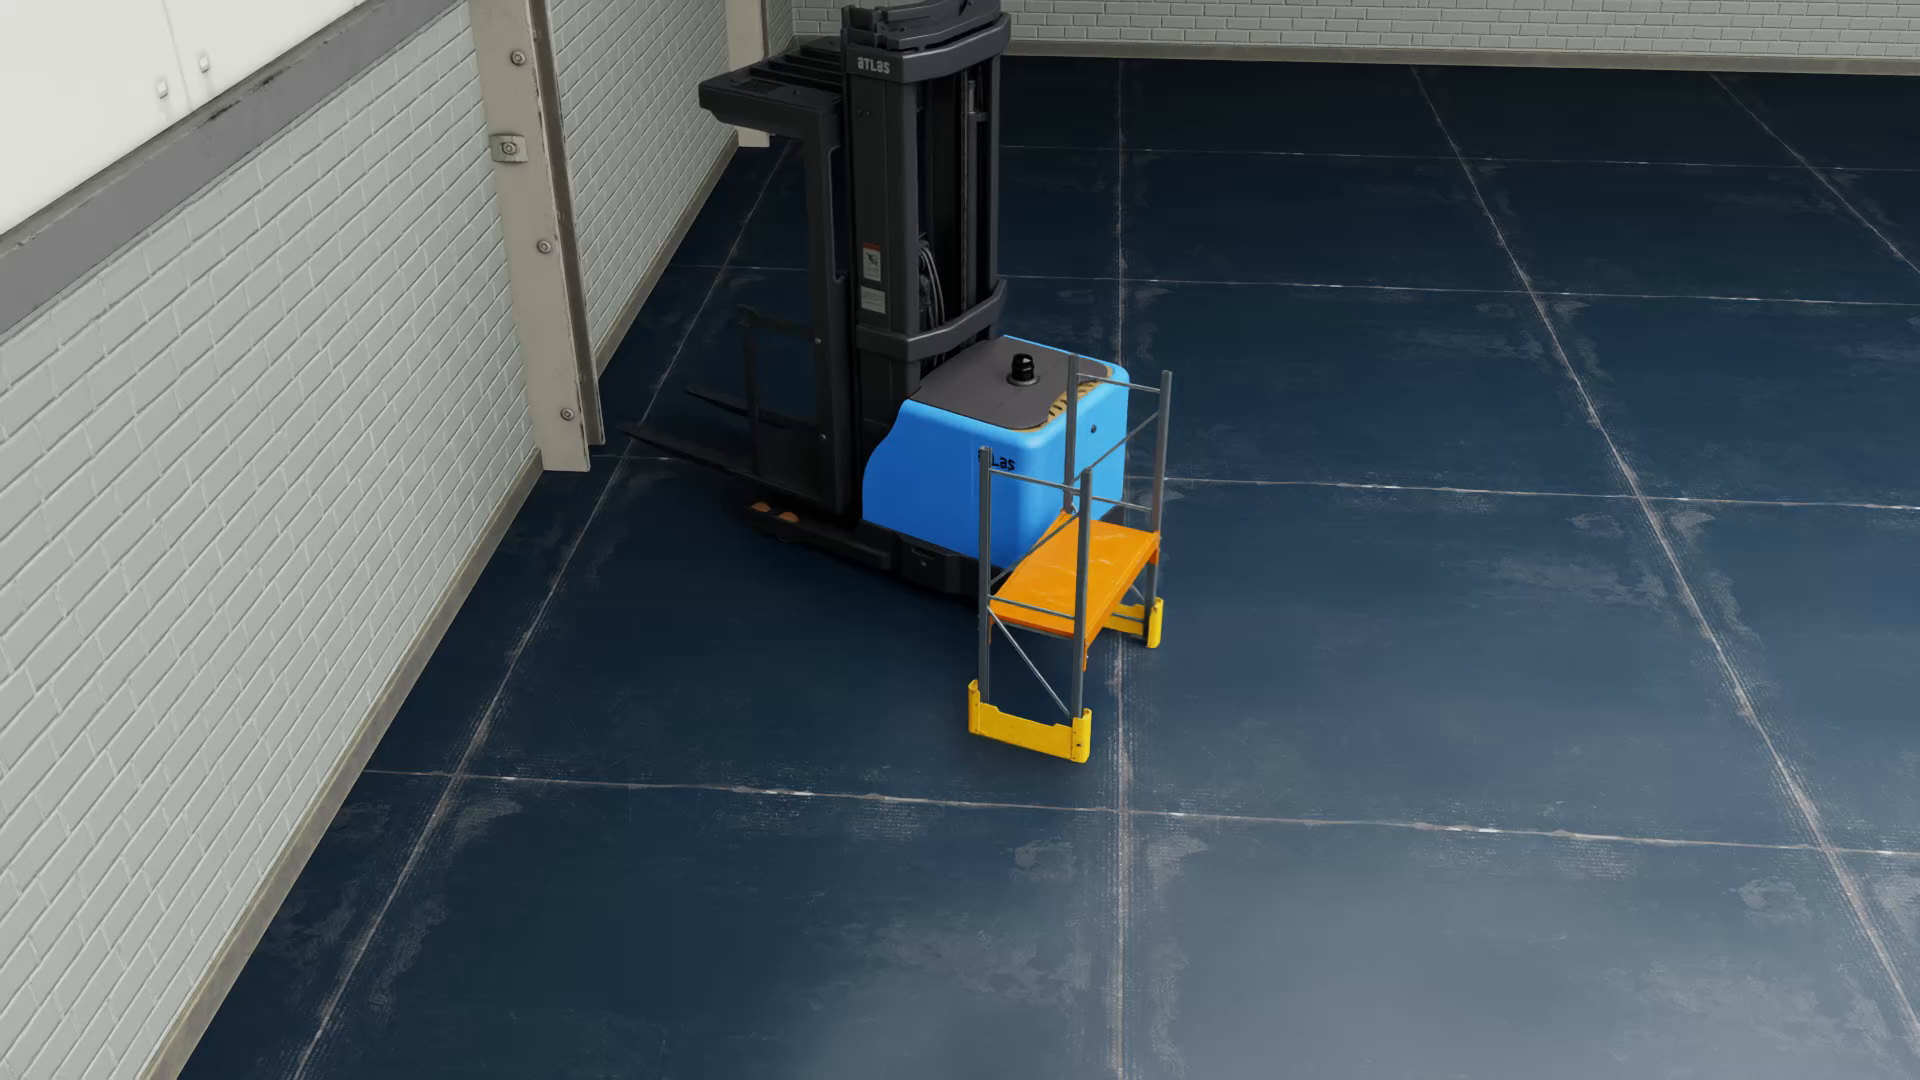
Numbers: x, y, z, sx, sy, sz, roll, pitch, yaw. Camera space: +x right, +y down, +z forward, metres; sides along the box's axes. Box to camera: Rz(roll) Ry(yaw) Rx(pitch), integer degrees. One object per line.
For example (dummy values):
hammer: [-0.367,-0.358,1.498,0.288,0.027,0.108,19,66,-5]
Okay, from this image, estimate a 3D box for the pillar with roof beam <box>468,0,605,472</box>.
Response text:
pillar with roof beam: [1.937,-4.165,7.430,9.100,9.000,0.400,2,32,4]

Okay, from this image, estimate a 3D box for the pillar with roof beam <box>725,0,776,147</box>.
pillar with roof beam: [2.426,-7.302,12.521,9.100,9.000,0.400,2,32,4]

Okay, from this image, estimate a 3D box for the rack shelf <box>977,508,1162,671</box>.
rack shelf: [0.529,0.212,7.819,0.538,0.185,1.000,14,34,21]

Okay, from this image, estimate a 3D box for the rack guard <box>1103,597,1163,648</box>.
rack guard: [0.734,0.358,8.430,0.587,0.250,0.087,14,34,21]

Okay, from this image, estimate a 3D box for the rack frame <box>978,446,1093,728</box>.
rack frame: [0.316,0.301,7.332,0.500,1.500,0.032,14,34,21]

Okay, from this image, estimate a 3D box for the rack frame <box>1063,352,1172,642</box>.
rack frame: [0.742,-0.183,8.117,0.500,1.500,0.032,14,34,21]

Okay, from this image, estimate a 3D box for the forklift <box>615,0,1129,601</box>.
forklift: [-0.616,-1.447,8.804,3.031,2.935,1.130,19,36,28]

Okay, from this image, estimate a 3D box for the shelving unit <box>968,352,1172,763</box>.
shelving unit: [0.526,0.063,7.718,0.587,1.500,1.083,14,34,21]

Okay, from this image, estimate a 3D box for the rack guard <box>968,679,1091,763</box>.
rack guard: [0.317,0.833,7.661,0.587,0.250,0.087,14,34,21]
